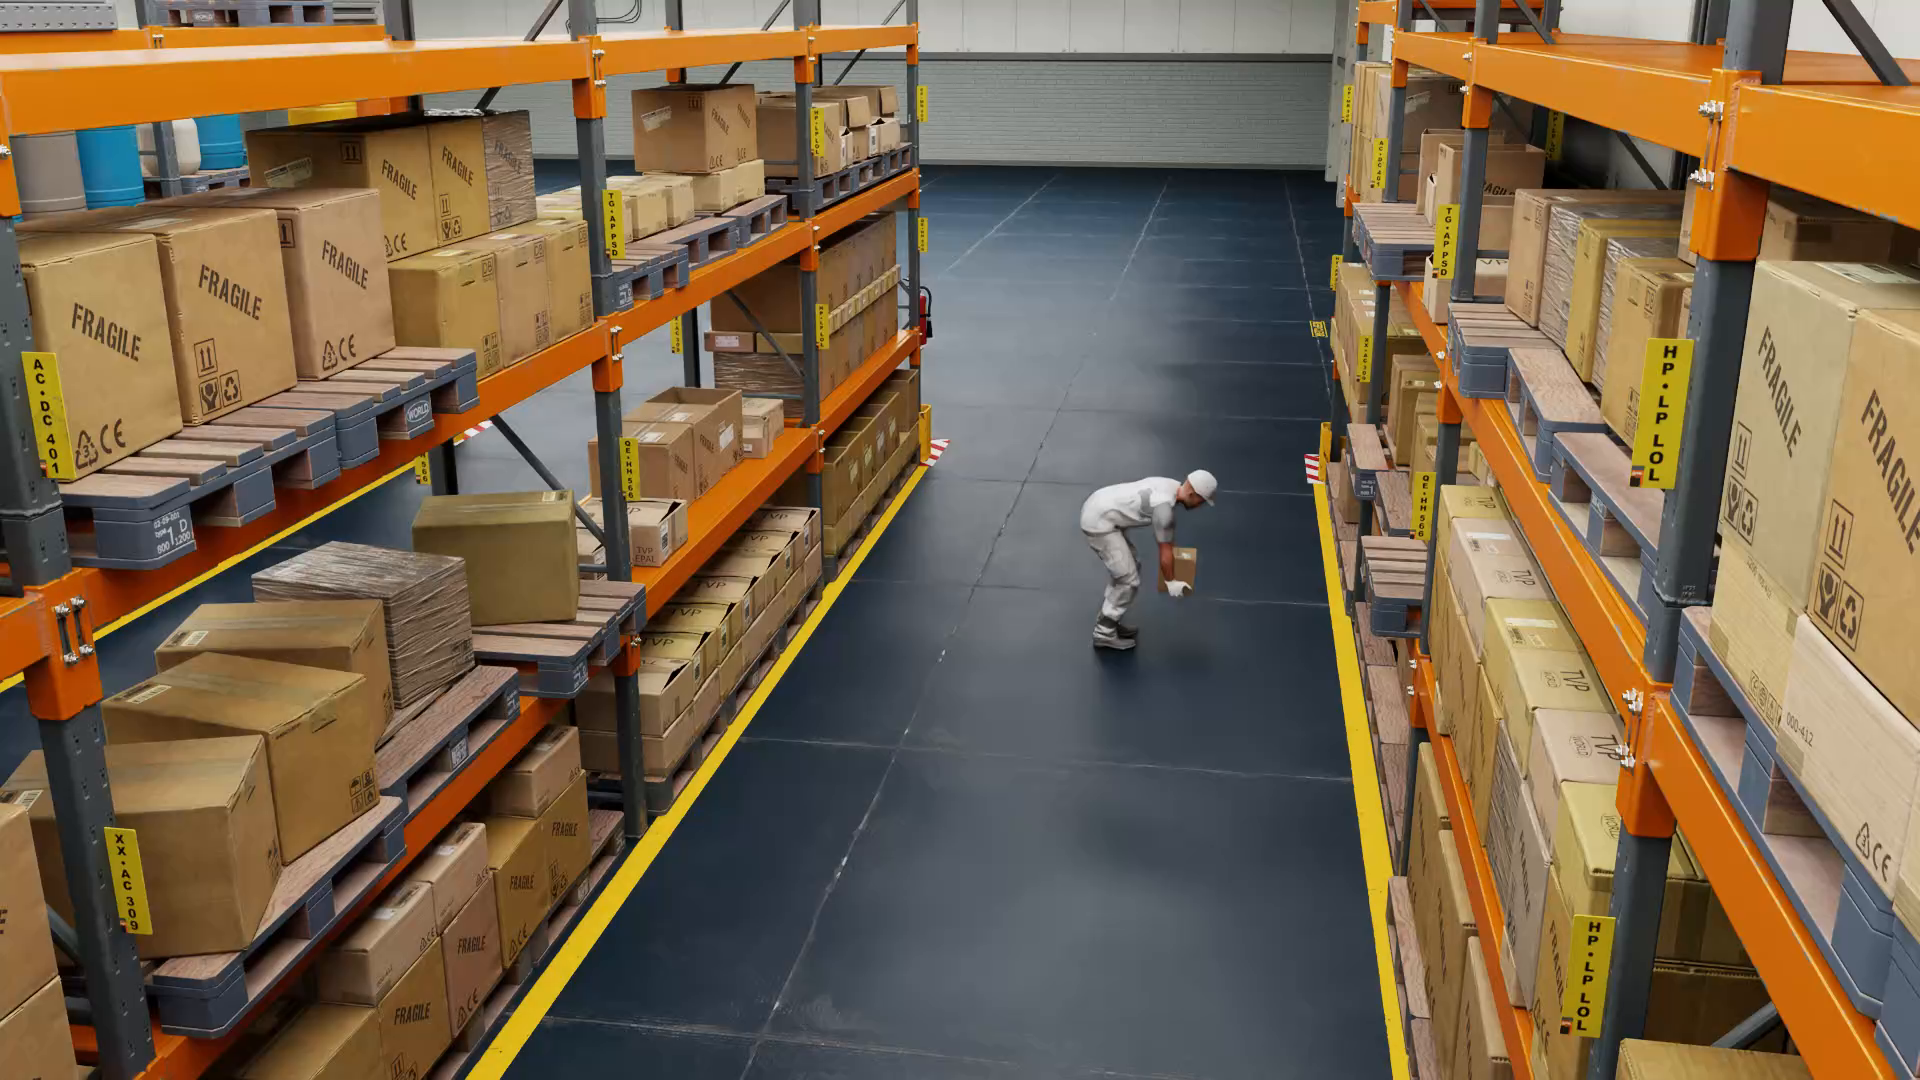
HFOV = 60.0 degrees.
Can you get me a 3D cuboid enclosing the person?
[{"bbox_3d":[1.288,0.117,11.513,0.927,1.258,0.507,2,18,7],"label":"person"}]
